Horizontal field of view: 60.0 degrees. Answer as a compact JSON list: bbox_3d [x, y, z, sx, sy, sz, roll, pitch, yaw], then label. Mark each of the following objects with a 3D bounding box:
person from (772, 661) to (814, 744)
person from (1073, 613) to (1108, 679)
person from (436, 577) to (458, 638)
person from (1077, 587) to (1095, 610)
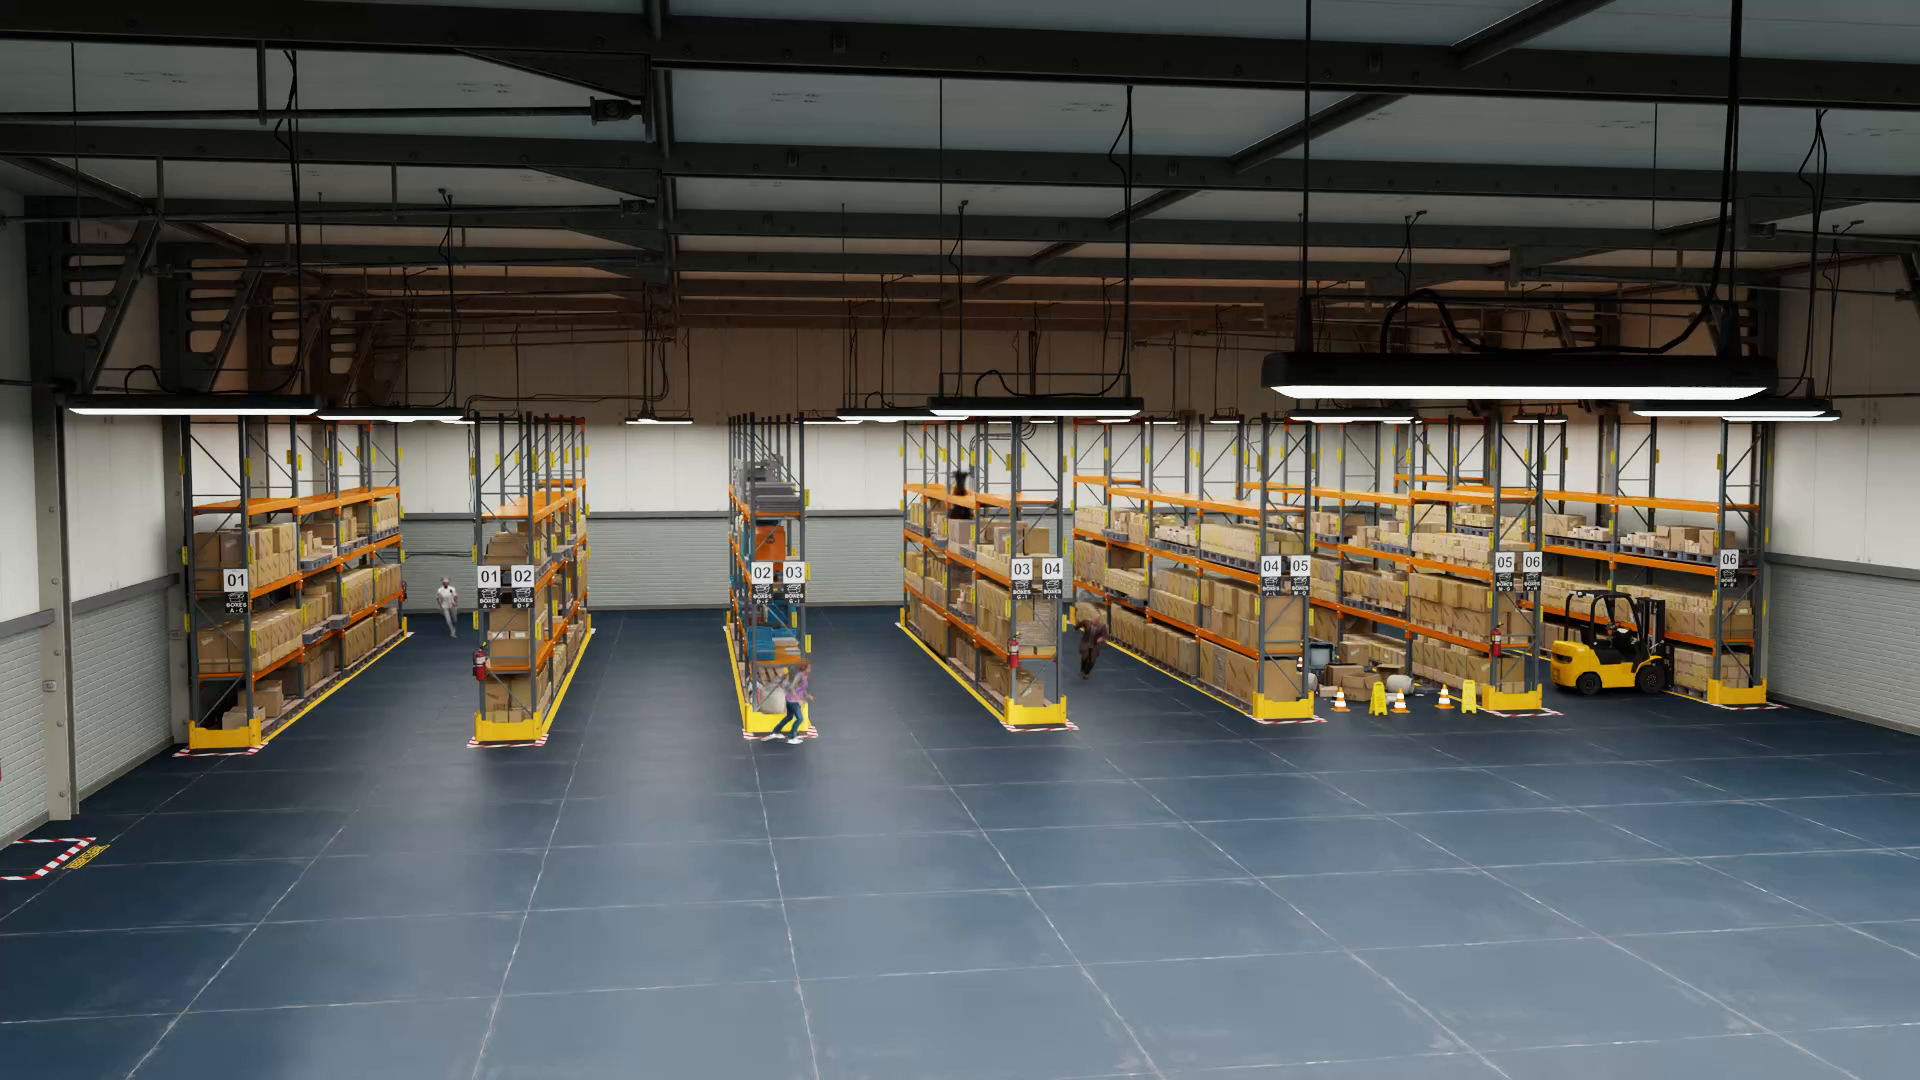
[{"bbox_3d":[-3.044,2.927,30.094,0.774,1.511,0.556,0,4,2],"label":"person"},{"bbox_3d":[2.954,2.394,37.423,0.713,1.548,1.079,0,4,-4],"label":"person"},{"bbox_3d":[-13.965,1.831,45.296,0.574,1.650,0.682,-1,4,-20],"label":"person"},{"bbox_3d":[3.825,1.403,50.386,0.685,1.816,0.840,4,5,42],"label":"person"}]
